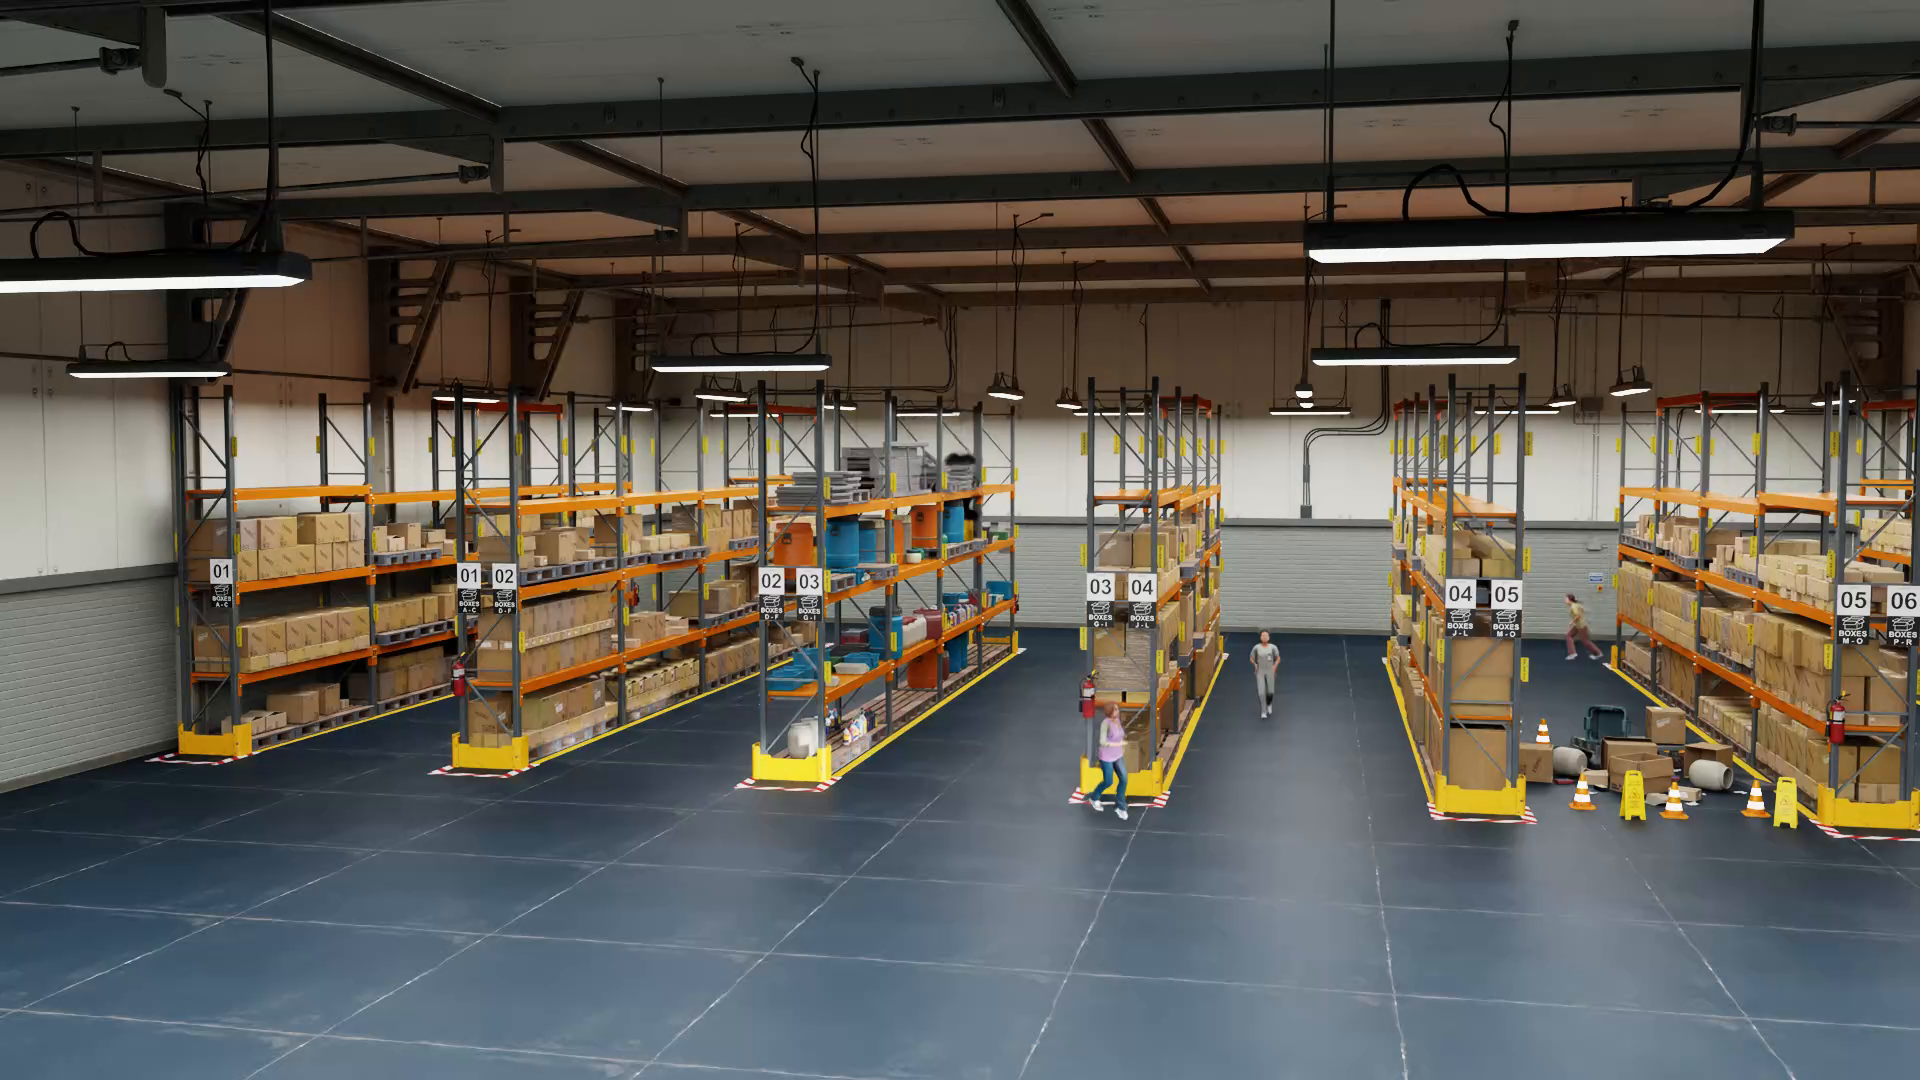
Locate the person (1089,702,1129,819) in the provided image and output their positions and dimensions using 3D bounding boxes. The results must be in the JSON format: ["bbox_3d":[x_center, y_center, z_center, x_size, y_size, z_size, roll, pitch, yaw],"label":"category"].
[{"bbox_3d":[1.968,2.995,22.477,0.692,1.662,0.572,3,4,40],"label":"person"}]

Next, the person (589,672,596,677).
[{"bbox_3d":[-7.406,2.308,33.130,0.646,1.651,0.774,1,3,15],"label":"person"}]

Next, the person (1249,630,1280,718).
[{"bbox_3d":[5.617,2.470,30.656,0.560,1.622,0.577,1,3,10],"label":"person"}]

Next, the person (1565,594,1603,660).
[{"bbox_3d":[14.624,2.056,38.958,0.870,1.567,0.581,1,3,19],"label":"person"}]
